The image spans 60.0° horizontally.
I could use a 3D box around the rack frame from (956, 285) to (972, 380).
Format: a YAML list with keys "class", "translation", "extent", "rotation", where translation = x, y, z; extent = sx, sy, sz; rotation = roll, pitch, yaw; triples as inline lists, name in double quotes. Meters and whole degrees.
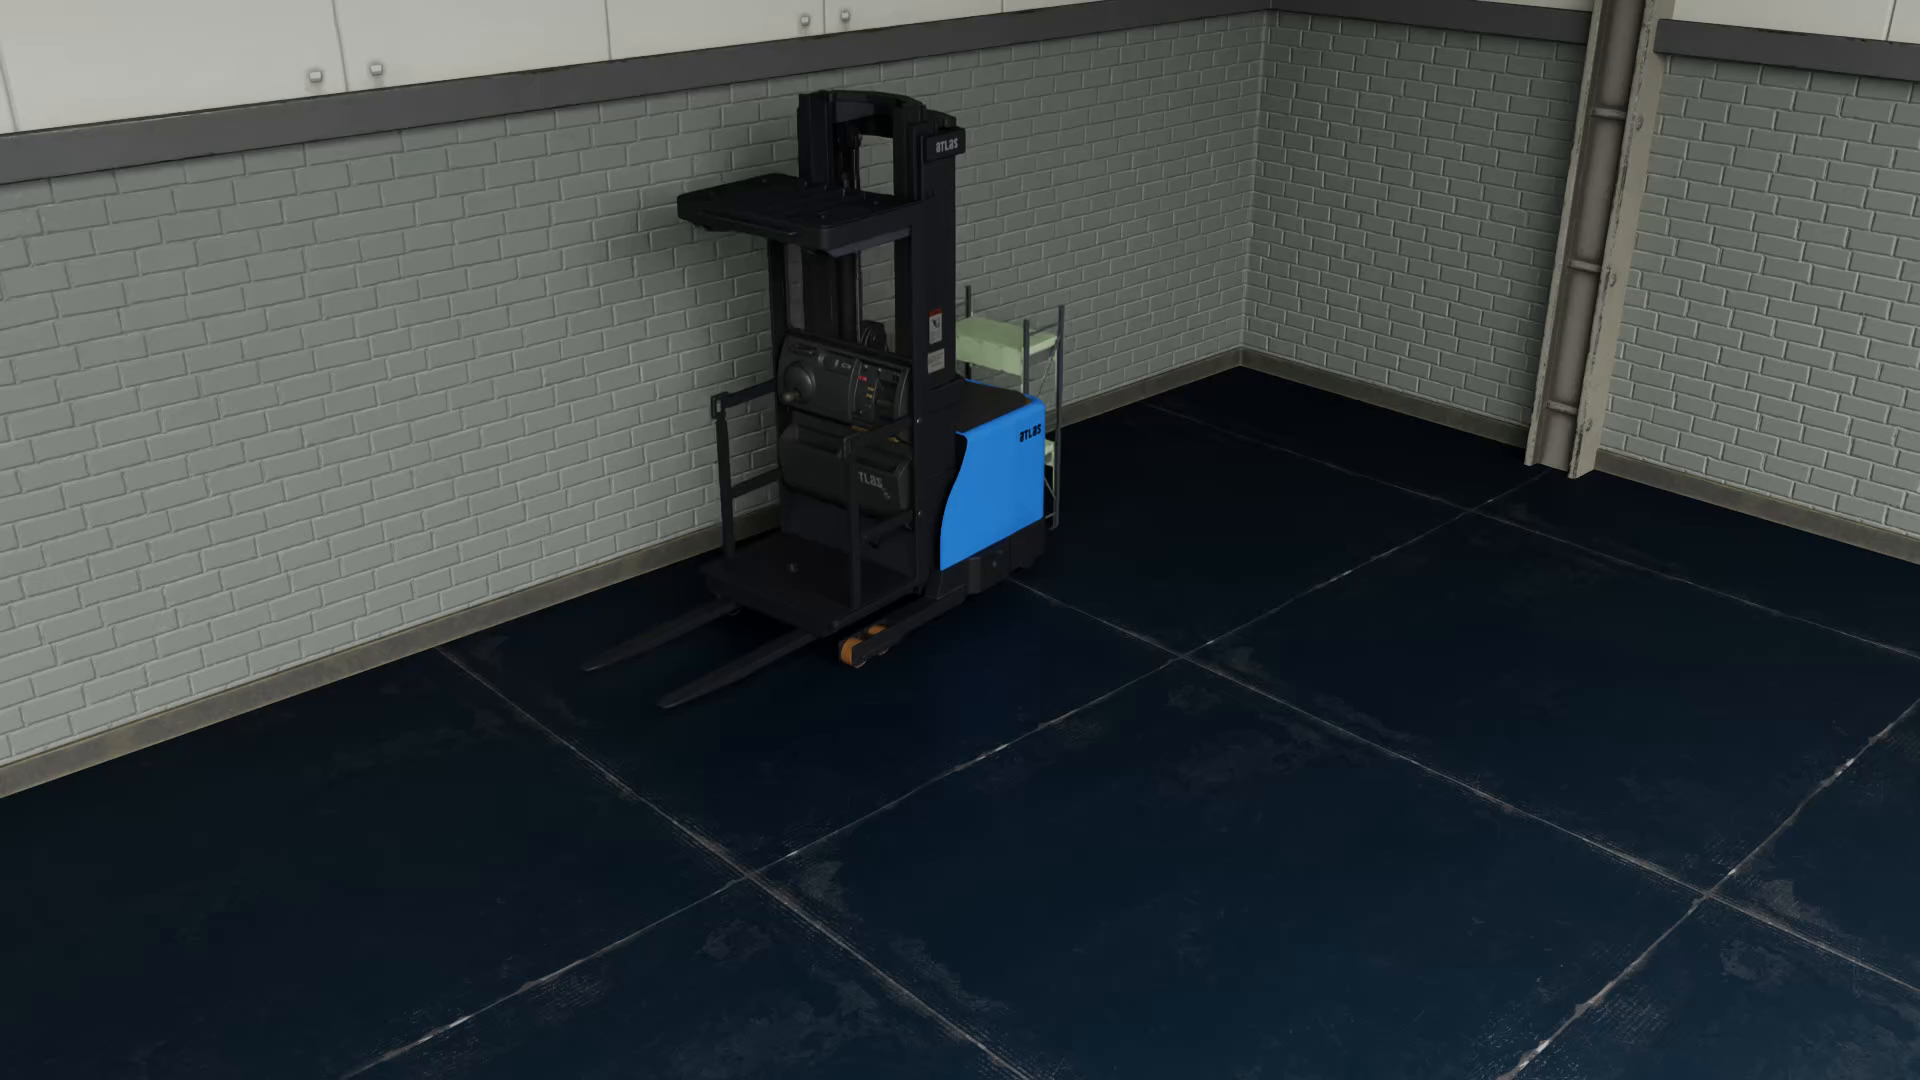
- class: "rack frame"
  translation: [-0.058, -0.900, 10.916]
  extent: [0.023, 1.500, 0.400]
  rotation: [18, 30, 34]

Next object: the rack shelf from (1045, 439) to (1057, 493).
- class: "rack shelf"
  translation: [0.229, -0.509, 10.844]
  extent: [0.720, 0.370, 0.431]
  rotation: [18, 30, 34]

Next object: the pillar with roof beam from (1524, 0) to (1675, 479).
- class: "pillar with roof beam"
  translation: [1.153, -3.405, 7.372]
  extent: [9.100, 9.000, 0.400]
  rotation: [-21, 32, -38]

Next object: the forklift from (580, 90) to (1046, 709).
- class: "forklift"
  translation: [-0.787, -0.860, 9.104]
  extent: [1.130, 2.935, 3.031]
  rotation: [19, 30, 35]

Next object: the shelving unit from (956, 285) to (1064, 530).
- class: "shelving unit"
  translation: [0.229, -0.806, 10.709]
  extent: [0.755, 1.500, 0.431]
  rotation: [18, 30, 34]

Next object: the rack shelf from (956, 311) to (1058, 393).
- class: "rack shelf"
  translation: [0.230, -1.161, 10.547]
  extent: [0.720, 0.370, 0.431]
  rotation: [18, 30, 34]

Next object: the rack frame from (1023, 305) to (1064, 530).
- class: "rack frame"
  translation: [0.517, -0.712, 10.503]
  extent: [0.023, 1.500, 0.400]
  rotation: [18, 30, 34]
